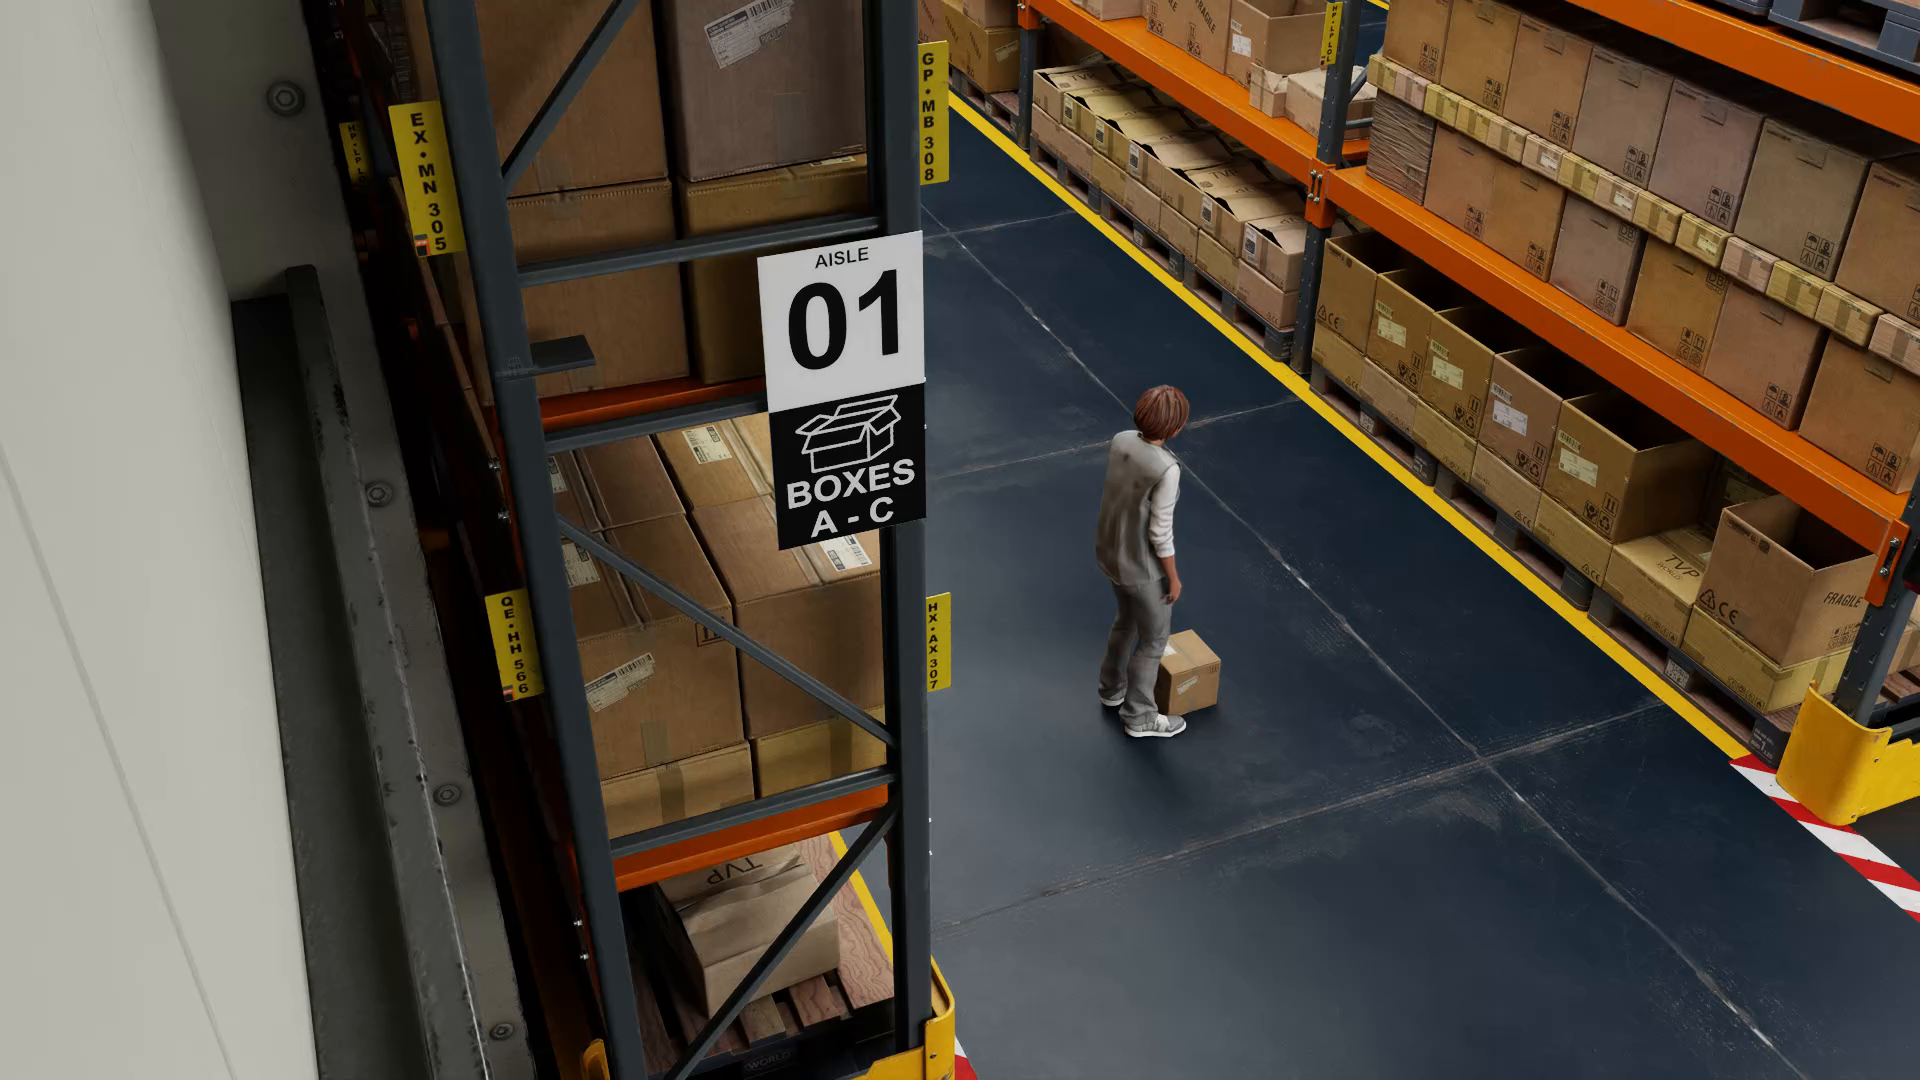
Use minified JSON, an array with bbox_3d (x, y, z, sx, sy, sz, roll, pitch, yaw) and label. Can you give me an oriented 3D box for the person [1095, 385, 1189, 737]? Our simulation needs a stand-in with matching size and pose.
[{"bbox_3d":[0.753,0.092,6.924,0.344,1.593,0.485,-15,37,-21],"label":"person"}]
